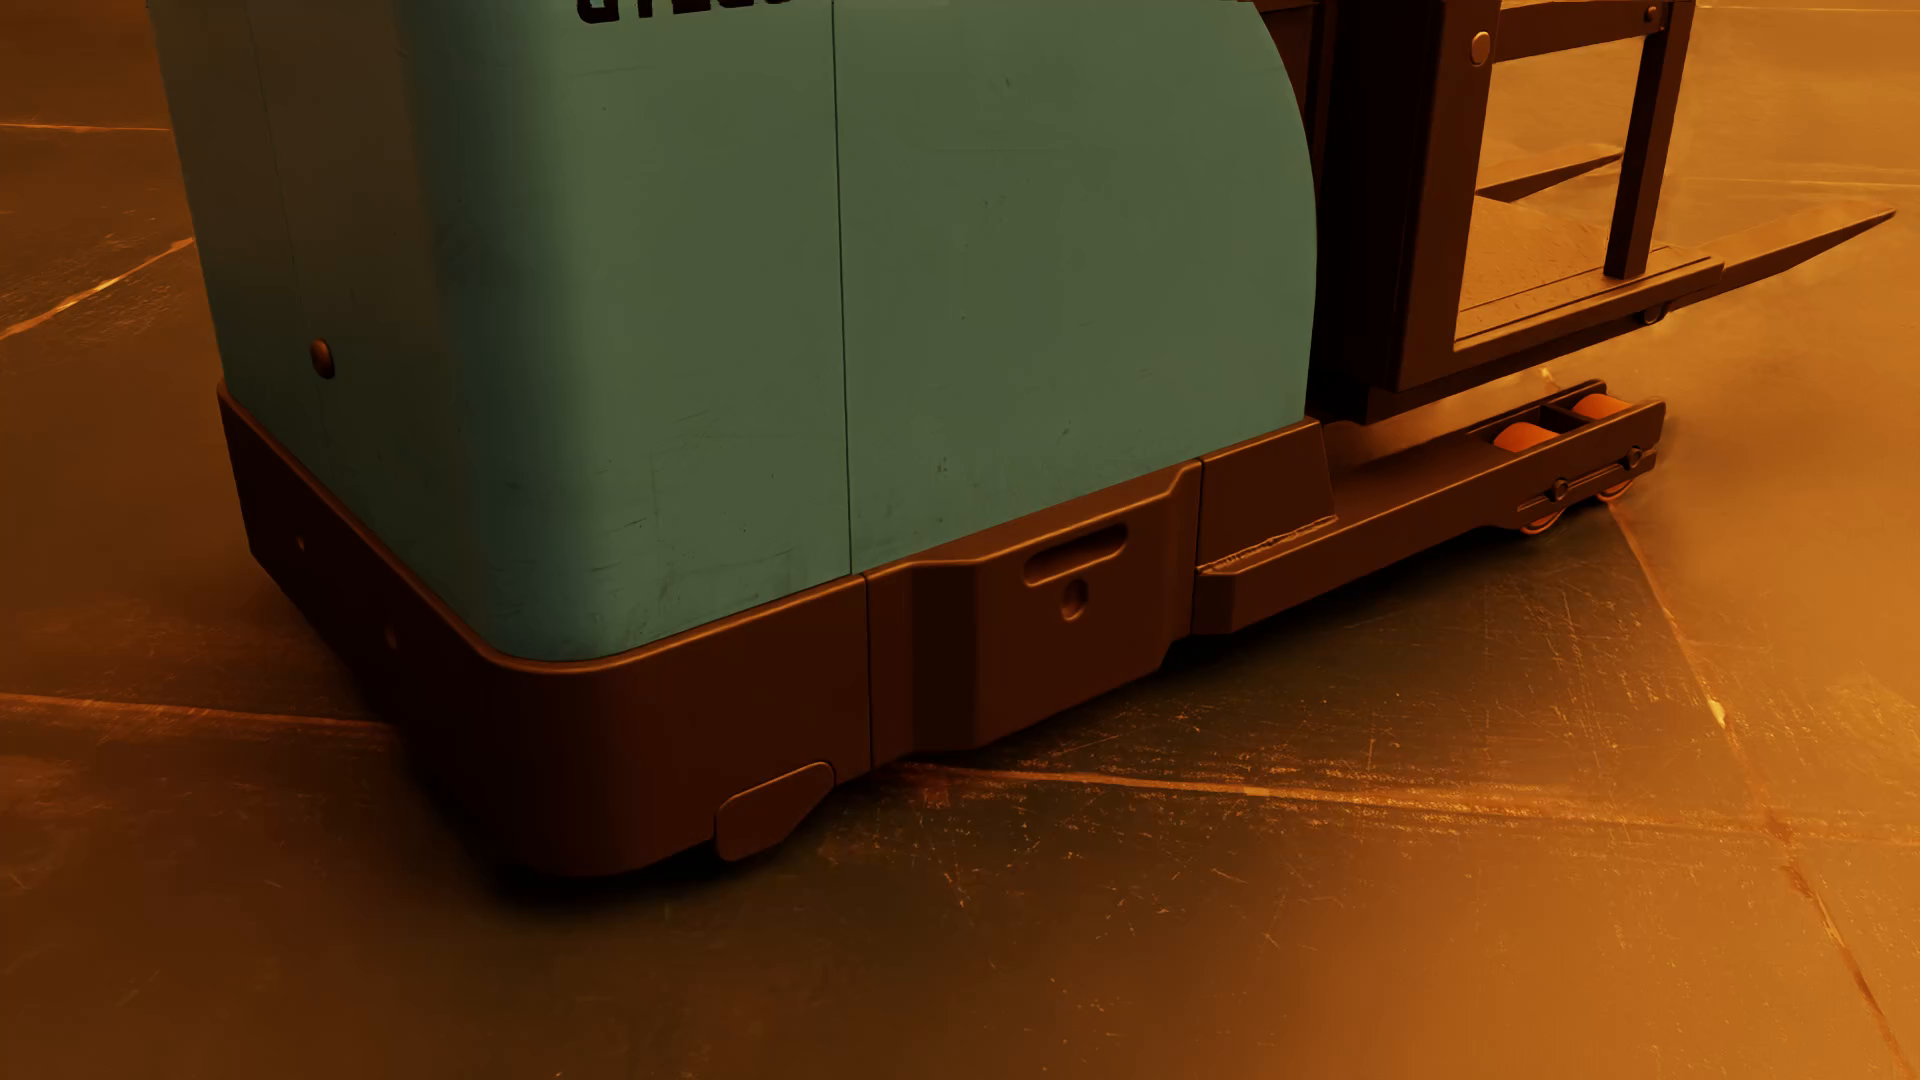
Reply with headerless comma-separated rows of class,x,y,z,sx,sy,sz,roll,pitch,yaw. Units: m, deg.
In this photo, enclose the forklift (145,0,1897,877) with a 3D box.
forklift,0.482,-1.488,2.199,3.031,2.935,1.130,-19,32,-33
